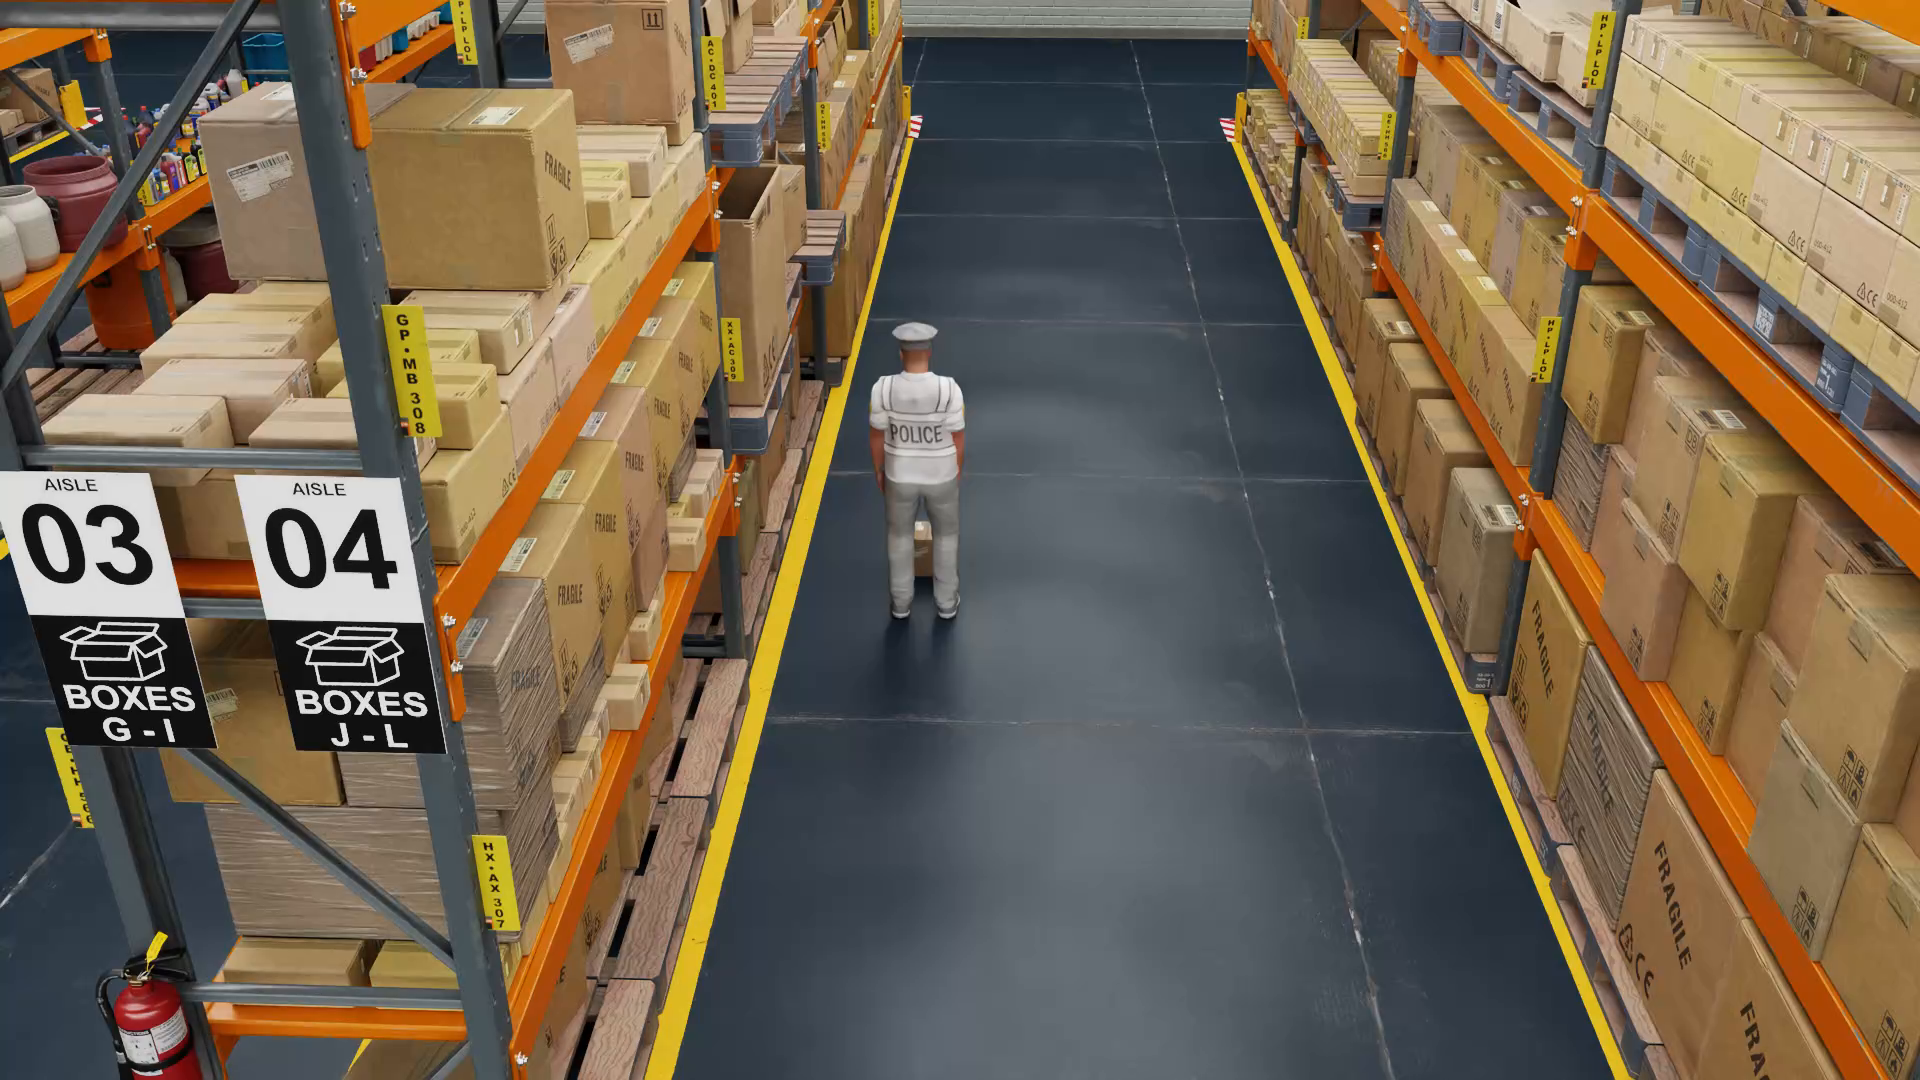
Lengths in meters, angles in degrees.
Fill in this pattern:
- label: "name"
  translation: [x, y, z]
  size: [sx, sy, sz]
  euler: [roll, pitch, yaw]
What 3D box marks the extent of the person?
- label: "person"
  translation: [-0.236, -0.371, 9.335]
  size: [0.530, 1.739, 0.391]
  euler: [2, 28, 3]
